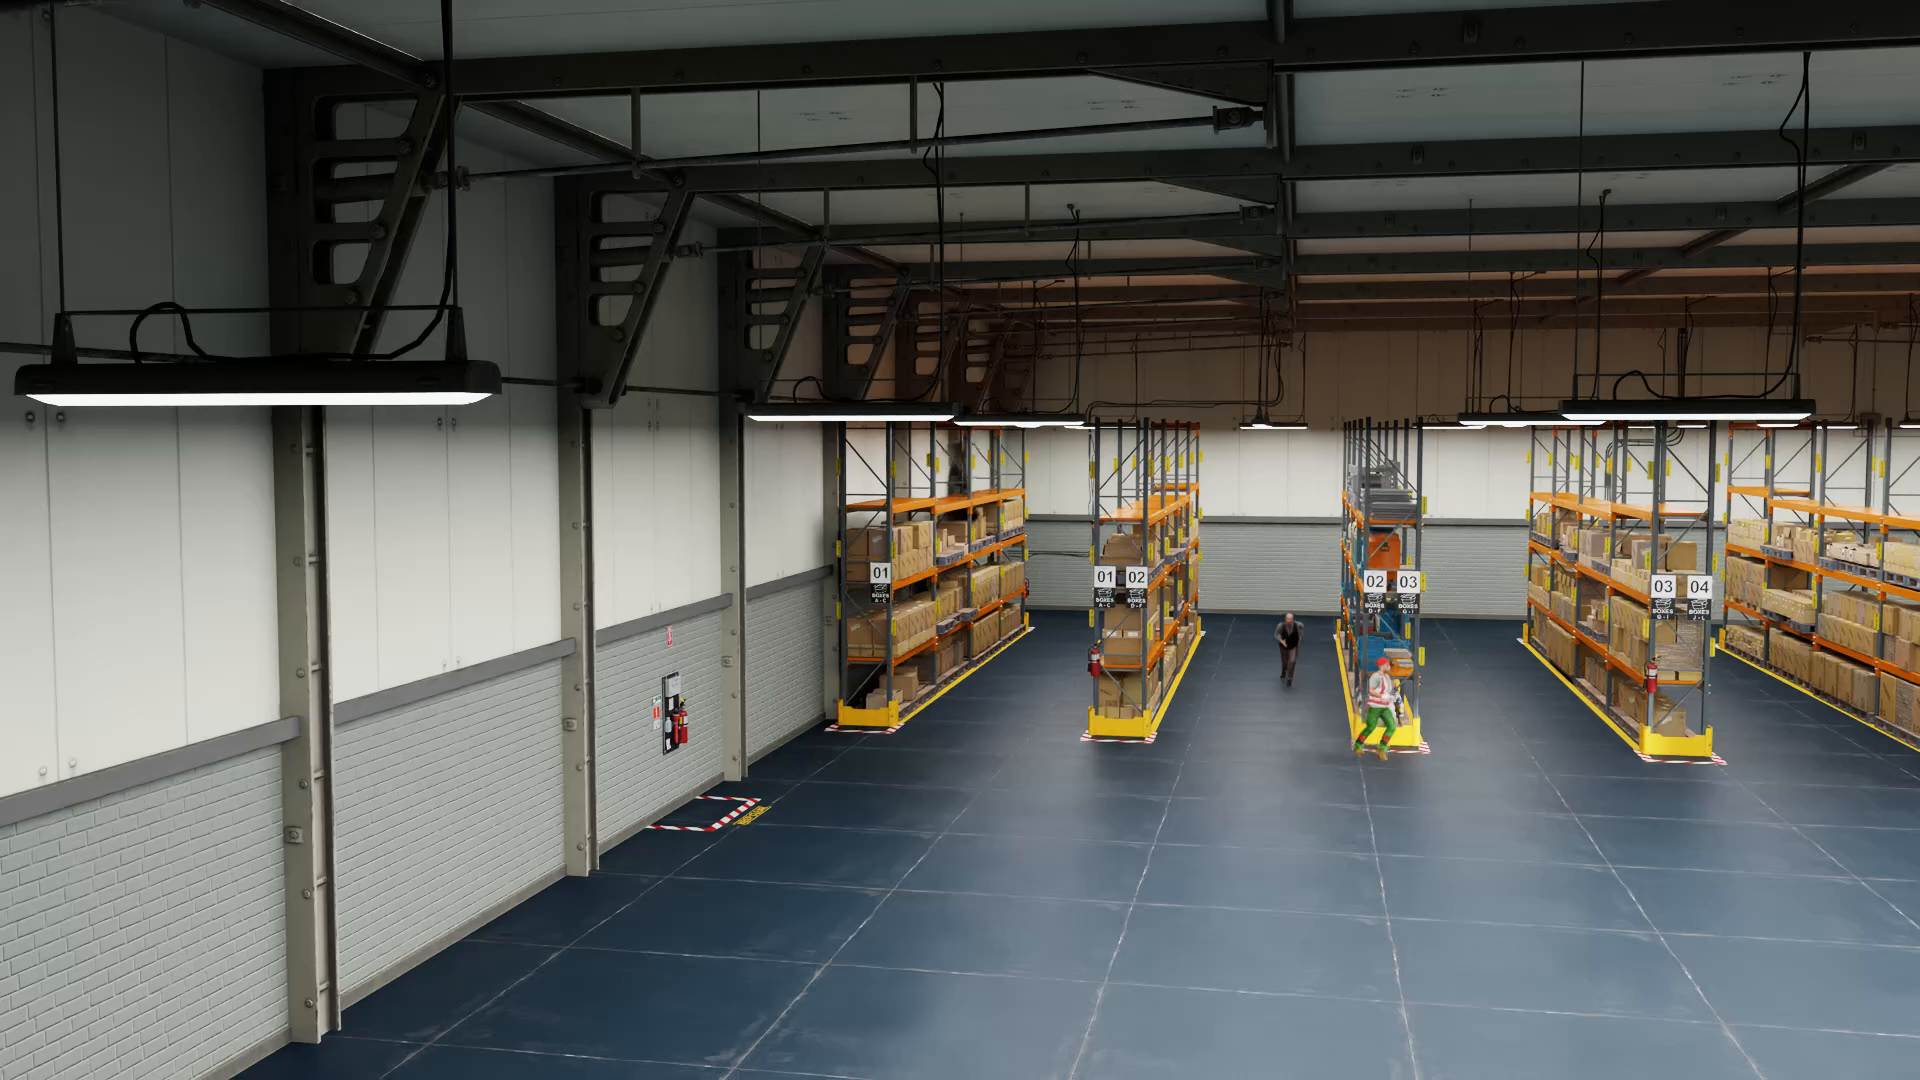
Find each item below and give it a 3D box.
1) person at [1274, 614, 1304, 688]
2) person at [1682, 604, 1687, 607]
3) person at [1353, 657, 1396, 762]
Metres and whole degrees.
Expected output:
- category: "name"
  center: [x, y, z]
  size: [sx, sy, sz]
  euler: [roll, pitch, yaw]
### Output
- category: "person"
  center: [7.451, 2.471, 37.762]
  size: [0.696, 1.680, 1.008]
  euler: [0, 4, 2]
- category: "person"
  center: [18.981, 1.988, 44.291]
  size: [0.759, 1.723, 0.711]
  euler: [-4, 5, -44]
- category: "person"
  center: [7.337, 2.954, 29.141]
  size: [0.681, 1.816, 0.747]
  euler: [-3, 5, -41]
